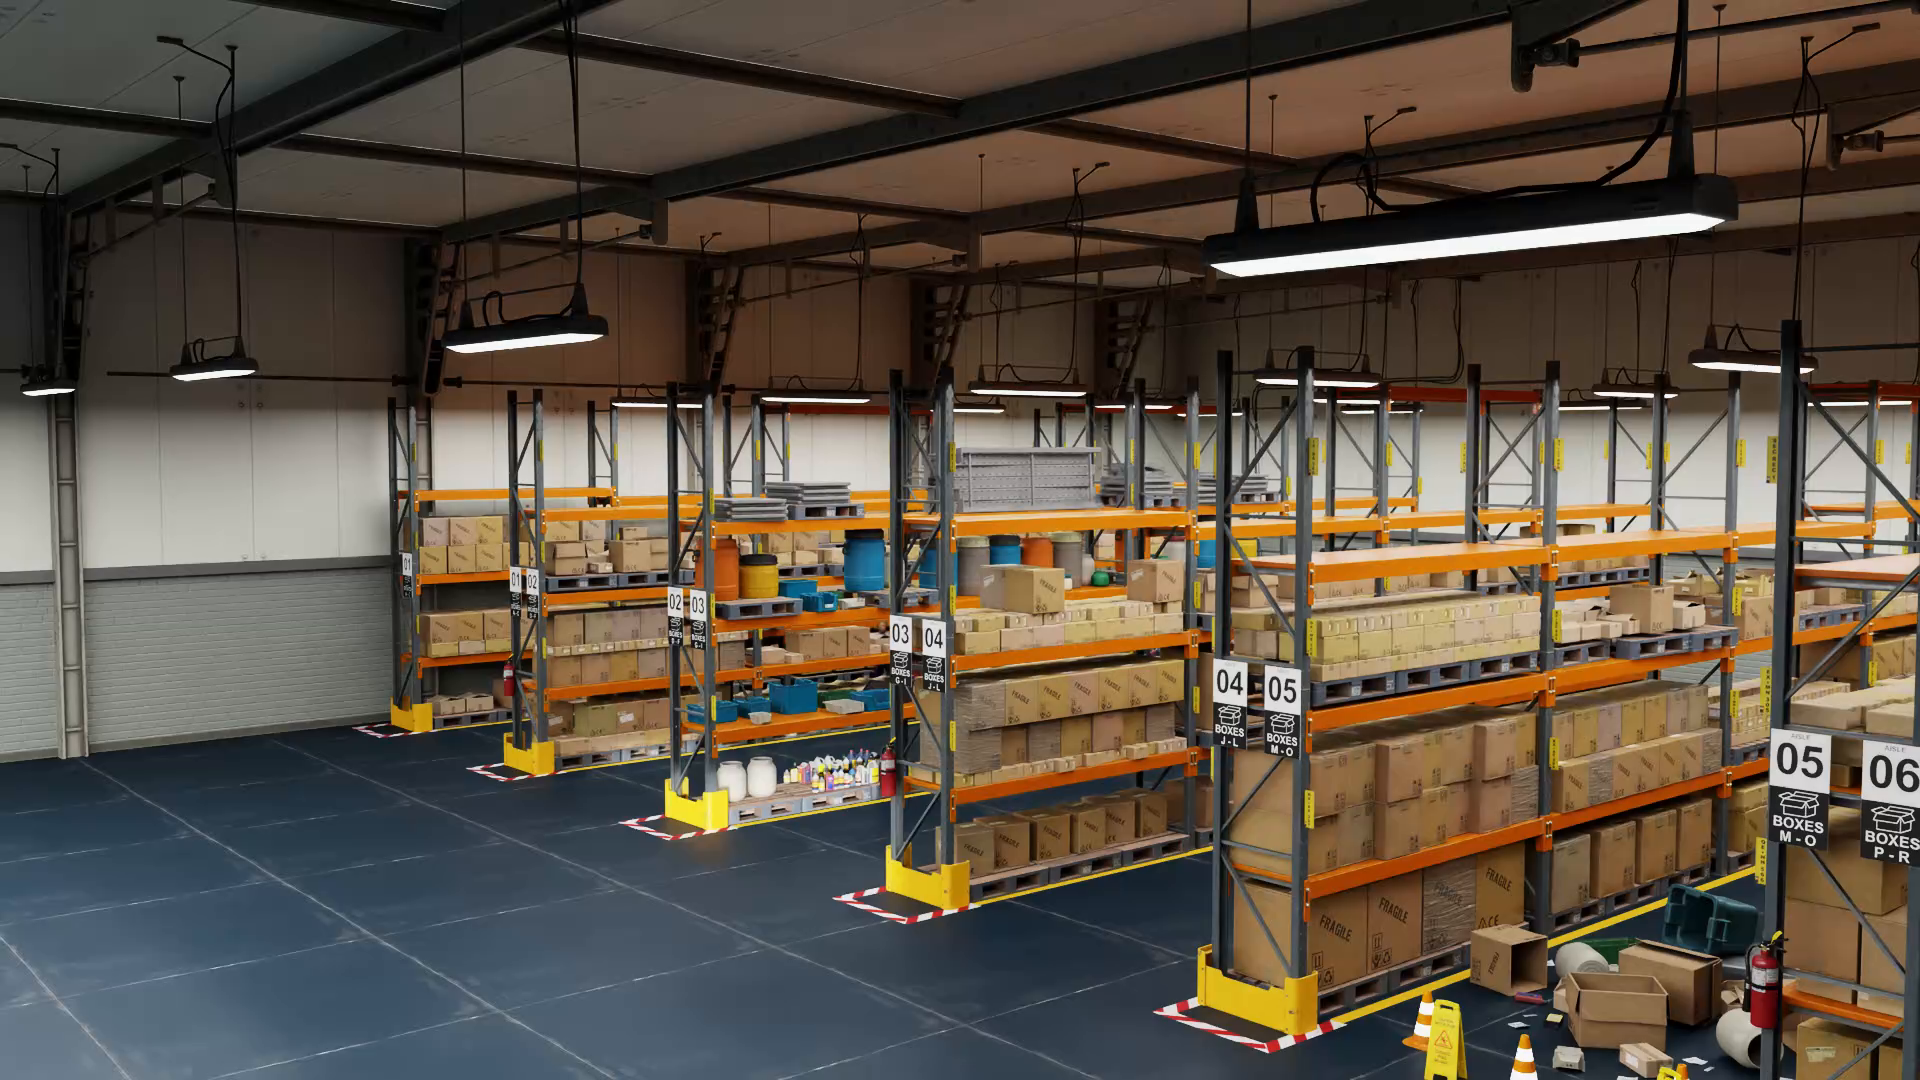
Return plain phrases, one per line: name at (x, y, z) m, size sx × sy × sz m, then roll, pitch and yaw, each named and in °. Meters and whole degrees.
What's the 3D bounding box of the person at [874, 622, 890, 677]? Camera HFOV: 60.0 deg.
person at (-1.493, 2.436, 33.003) m, size 0.544 × 1.616 × 0.595 m, roll -1°, pitch 3°, yaw -13°
